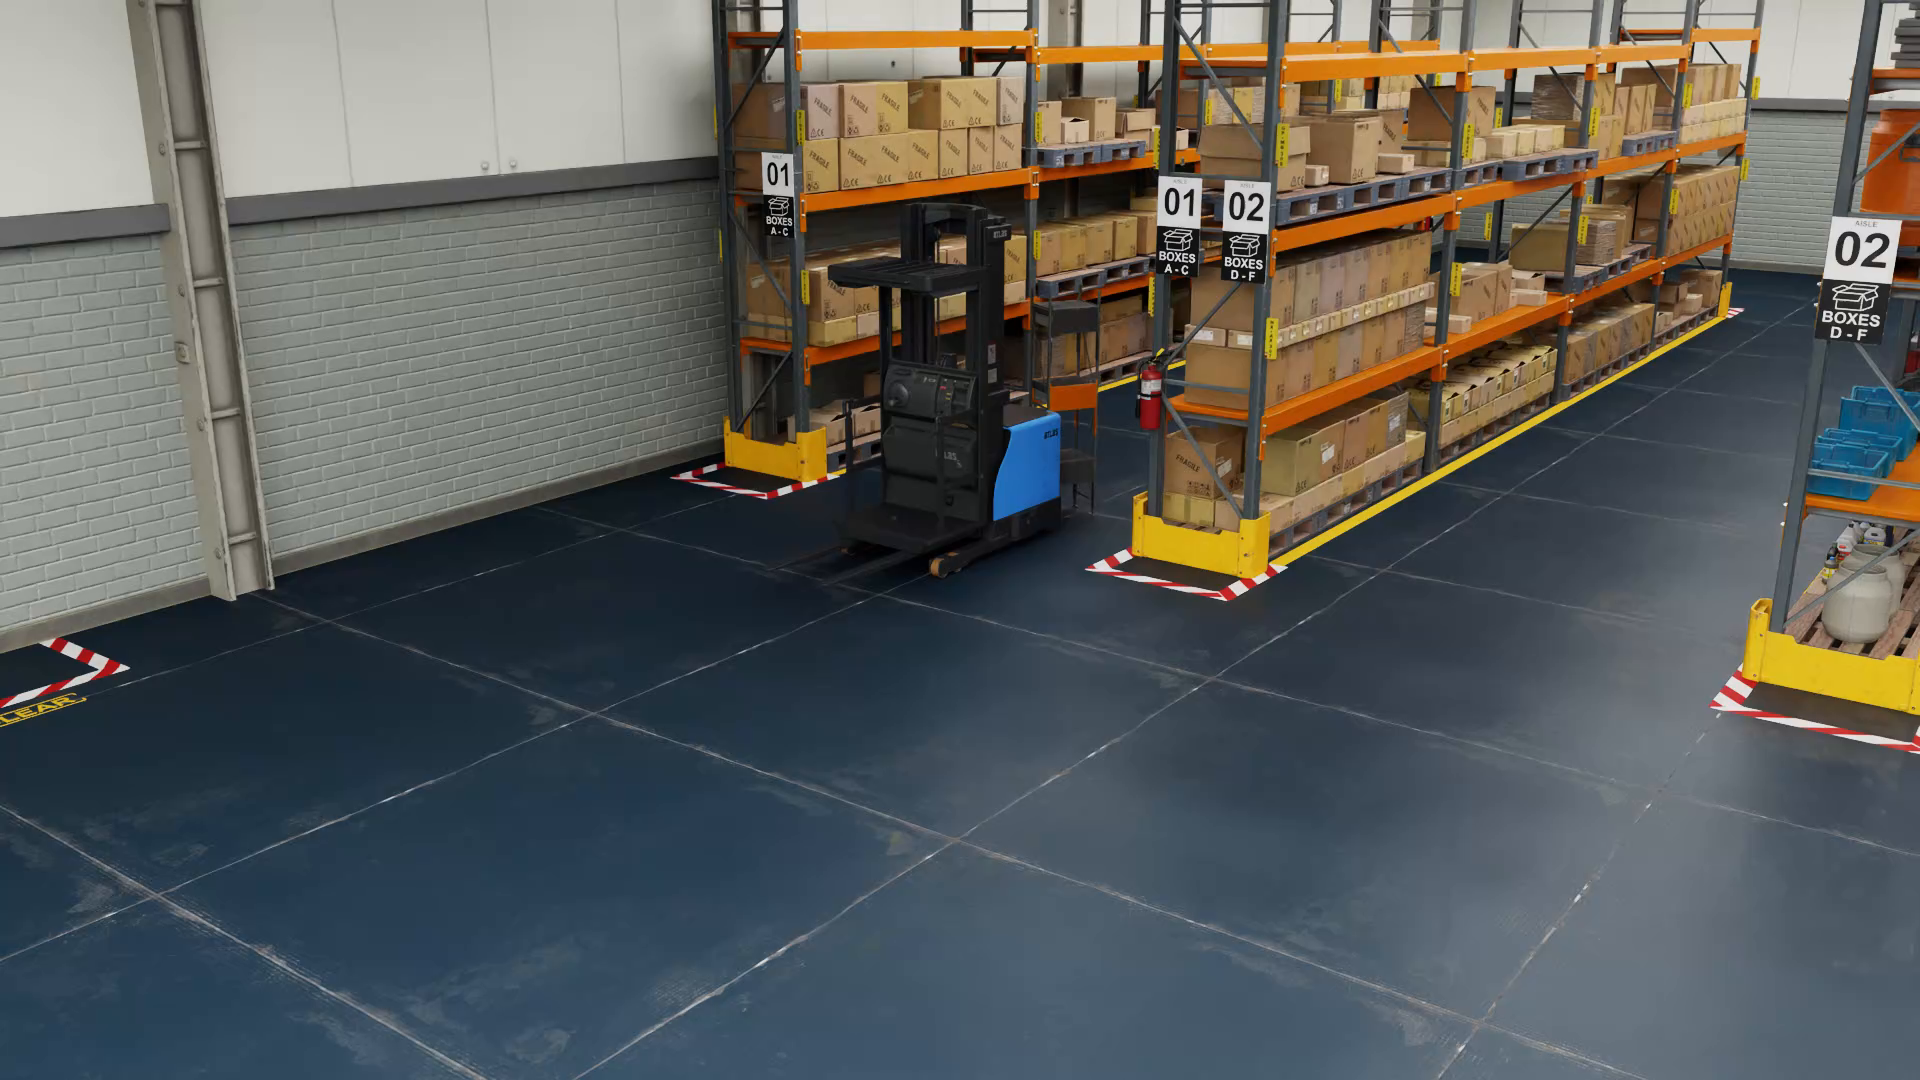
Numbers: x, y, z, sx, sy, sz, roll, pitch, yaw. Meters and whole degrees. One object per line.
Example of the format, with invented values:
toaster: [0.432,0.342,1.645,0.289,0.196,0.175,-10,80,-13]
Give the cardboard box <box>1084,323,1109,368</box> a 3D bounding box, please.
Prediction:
cardboard box: [1.476,-2.524,21.287,0.700,0.500,0.500,13,21,35]

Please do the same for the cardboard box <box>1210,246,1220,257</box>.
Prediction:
cardboard box: [3.369,-4.021,23.025,0.380,0.149,0.250,13,21,35]

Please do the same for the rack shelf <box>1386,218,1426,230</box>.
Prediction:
rack shelf: [6.405,-5.121,27.390,1.077,0.370,4.000,12,21,35]

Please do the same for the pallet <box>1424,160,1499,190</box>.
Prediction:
pallet: [4.942,-3.762,17.065,0.805,0.209,1.217,11,21,33]

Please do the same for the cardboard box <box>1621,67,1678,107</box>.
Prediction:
cardboard box: [9.453,-6.194,22.721,0.700,0.500,0.500,12,21,35]

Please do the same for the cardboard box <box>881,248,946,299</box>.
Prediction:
cardboard box: [-0.498,-2.850,17.818,0.500,0.500,0.500,13,22,36]

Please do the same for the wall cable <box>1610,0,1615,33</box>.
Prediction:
wall cable: [13.426,-10.541,30.235,3.097,2.526,0.112,12,21,35]

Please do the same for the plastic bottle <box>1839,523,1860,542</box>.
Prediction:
plastic bottle: [7.112,0.032,13.308,0.144,0.351,0.185,13,22,37]

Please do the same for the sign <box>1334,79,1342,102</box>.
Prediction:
sign: [5.655,-6.725,24.880,0.100,0.325,0.005,12,21,35]

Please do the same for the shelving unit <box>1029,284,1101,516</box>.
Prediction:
shelving unit: [0.943,-1.247,15.213,0.503,2.100,0.431,-7,19,-23]

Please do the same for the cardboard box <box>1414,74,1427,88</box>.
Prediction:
cardboard box: [7.379,-7.686,27.490,0.500,0.500,0.500,12,21,35]

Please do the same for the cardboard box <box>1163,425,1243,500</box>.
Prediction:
cardboard box: [2.124,-0.682,14.545,0.500,0.500,0.500,12,21,35]

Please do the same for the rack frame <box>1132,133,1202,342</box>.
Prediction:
rack frame: [2.830,-4.036,22.682,1.000,3.000,0.127,12,21,35]

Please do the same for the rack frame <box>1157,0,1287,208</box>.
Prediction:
rack frame: [2.044,-4.121,12.840,1.000,3.000,0.127,12,21,35]

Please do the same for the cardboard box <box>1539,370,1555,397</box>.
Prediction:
cardboard box: [6.693,-1.880,19.669,0.500,0.250,0.500,13,21,36]

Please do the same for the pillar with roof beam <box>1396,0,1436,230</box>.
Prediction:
pillar with roof beam: [11.968,-8.841,28.041,9.100,9.000,0.400,12,21,35]

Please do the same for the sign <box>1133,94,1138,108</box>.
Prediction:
sign: [2.389,-5.853,22.471,0.100,0.325,0.005,12,21,35]

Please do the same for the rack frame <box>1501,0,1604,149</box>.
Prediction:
rack frame: [6.810,-6.026,18.976,1.000,3.000,0.127,12,21,35]

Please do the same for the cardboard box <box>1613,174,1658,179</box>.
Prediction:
cardboard box: [9.590,-4.928,23.700,0.500,0.500,0.500,12,21,34]

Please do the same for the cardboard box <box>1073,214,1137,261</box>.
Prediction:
cardboard box: [1.833,-3.879,21.267,0.700,0.500,0.500,12,21,35]

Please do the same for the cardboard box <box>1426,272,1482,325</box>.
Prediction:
cardboard box: [5.211,-2.562,17.767,0.500,0.500,0.500,14,22,39]

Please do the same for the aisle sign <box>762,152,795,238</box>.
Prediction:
aisle sign: [-1.739,-3.302,15.935,0.394,0.787,0.004,12,21,35]

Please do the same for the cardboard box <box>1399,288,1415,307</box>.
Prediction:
cardboard box: [4.134,-2.342,15.966,0.380,0.149,0.250,12,21,33]

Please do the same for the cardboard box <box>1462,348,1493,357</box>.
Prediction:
cardboard box: [5.956,-2.117,19.486,0.500,0.311,0.500,12,21,33]

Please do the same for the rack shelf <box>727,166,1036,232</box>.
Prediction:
rack shelf: [-0.745,-3.696,17.742,1.077,0.370,4.000,12,21,35]

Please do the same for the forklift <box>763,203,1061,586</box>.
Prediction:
forklift: [-0.386,-1.252,13.833,1.130,2.935,3.031,13,21,36]

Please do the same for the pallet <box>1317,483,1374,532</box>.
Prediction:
pallet: [3.193,-0.403,15.686,1.003,0.211,1.213,12,21,35]

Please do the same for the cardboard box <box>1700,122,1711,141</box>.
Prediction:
cardboard box: [10.282,-5.784,23.507,0.500,0.250,0.500,12,21,35]

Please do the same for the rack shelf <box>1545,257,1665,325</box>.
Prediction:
rack shelf: [8.002,-3.294,21.507,1.077,0.370,4.000,12,21,35]

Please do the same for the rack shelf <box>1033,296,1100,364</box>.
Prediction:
rack shelf: [0.946,-1.902,15.007,0.480,0.518,0.431,-7,19,-23]

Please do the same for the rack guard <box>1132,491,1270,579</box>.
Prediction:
rack guard: [2.029,-0.056,14.082,1.175,0.500,0.348,12,21,35]

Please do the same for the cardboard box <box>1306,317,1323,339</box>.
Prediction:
cardboard box: [2.907,-1.851,14.384,0.380,0.149,0.250,12,21,34]

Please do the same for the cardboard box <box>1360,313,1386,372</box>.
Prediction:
cardboard box: [3.556,-1.904,15.649,0.700,0.500,0.500,13,21,35]

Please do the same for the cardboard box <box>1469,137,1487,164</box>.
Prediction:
cardboard box: [5.127,-4.046,17.203,0.500,0.250,0.500,10,20,29]

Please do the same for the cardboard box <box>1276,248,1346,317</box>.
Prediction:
cardboard box: [2.972,-2.291,14.708,0.700,0.500,0.500,13,21,35]

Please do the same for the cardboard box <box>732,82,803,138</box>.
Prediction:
cardboard box: [-1.890,-4.247,16.415,0.500,0.500,0.500,14,22,37]

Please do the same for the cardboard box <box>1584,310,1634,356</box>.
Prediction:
cardboard box: [8.529,-2.727,21.939,0.500,0.500,0.500,13,21,35]

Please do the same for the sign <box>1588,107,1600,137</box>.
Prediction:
sign: [7.251,-4.779,19.011,0.100,0.325,0.005,12,21,35]

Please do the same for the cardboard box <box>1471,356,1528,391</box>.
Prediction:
cardboard box: [6.088,-1.904,18.799,0.500,0.311,0.500,12,21,34]

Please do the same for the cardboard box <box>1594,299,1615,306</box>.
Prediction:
cardboard box: [8.710,-3.058,23.007,0.500,0.500,0.500,11,21,32]

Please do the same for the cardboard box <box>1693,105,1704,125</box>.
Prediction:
cardboard box: [9.979,-5.905,23.053,0.500,0.250,0.500,12,21,35]

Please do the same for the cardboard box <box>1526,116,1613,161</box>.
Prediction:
cardboard box: [7.347,-4.873,20.151,0.910,0.500,0.500,12,21,35]

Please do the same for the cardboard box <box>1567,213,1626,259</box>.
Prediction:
cardboard box: [8.190,-3.931,21.467,0.700,0.500,0.500,7,19,21]

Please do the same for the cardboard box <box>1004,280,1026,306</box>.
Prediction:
cardboard box: [0.407,-2.855,19.098,0.500,0.250,0.500,12,21,35]

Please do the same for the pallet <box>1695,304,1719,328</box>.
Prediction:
pallet: [11.057,-3.527,25.745,1.003,0.211,1.213,12,21,35]

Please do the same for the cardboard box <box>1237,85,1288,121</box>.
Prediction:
cardboard box: [4.321,-6.345,24.149,0.700,0.500,0.500,12,21,34]

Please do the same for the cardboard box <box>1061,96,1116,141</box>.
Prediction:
cardboard box: [1.571,-5.174,20.412,0.500,0.500,0.500,12,21,33]

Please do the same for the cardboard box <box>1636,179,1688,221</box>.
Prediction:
cardboard box: [9.700,-4.702,22.972,0.500,0.500,0.500,13,22,36]

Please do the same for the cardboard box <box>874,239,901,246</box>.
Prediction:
cardboard box: [-0.614,-3.064,18.507,0.500,0.500,0.500,13,22,36]

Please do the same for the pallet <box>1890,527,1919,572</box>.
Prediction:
pallet: [7.969,0.152,13.899,1.003,0.211,1.213,12,21,35]

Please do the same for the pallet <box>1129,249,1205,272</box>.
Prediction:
pallet: [2.491,-3.756,22.103,1.213,0.211,1.003,12,21,35]

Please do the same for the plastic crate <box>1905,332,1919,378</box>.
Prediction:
plastic crate: [8.445,-1.532,14.513,0.402,0.464,0.583,12,21,35]

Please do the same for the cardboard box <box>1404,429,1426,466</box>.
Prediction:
cardboard box: [4.326,-0.947,16.664,0.500,0.250,0.500,12,21,35]

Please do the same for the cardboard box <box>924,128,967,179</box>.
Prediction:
cardboard box: [-0.267,-4.152,17.796,0.500,0.500,0.500,11,21,33]

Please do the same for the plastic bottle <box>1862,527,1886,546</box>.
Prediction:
plastic bottle: [7.357,0.044,13.396,0.152,0.276,0.135,12,21,35]

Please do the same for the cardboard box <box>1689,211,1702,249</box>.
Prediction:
cardboard box: [10.318,-4.476,23.932,0.500,0.500,0.500,12,21,34]

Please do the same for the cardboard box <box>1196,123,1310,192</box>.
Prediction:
cardboard box: [2.389,-3.141,13.625,0.797,0.503,0.637,14,22,38]
